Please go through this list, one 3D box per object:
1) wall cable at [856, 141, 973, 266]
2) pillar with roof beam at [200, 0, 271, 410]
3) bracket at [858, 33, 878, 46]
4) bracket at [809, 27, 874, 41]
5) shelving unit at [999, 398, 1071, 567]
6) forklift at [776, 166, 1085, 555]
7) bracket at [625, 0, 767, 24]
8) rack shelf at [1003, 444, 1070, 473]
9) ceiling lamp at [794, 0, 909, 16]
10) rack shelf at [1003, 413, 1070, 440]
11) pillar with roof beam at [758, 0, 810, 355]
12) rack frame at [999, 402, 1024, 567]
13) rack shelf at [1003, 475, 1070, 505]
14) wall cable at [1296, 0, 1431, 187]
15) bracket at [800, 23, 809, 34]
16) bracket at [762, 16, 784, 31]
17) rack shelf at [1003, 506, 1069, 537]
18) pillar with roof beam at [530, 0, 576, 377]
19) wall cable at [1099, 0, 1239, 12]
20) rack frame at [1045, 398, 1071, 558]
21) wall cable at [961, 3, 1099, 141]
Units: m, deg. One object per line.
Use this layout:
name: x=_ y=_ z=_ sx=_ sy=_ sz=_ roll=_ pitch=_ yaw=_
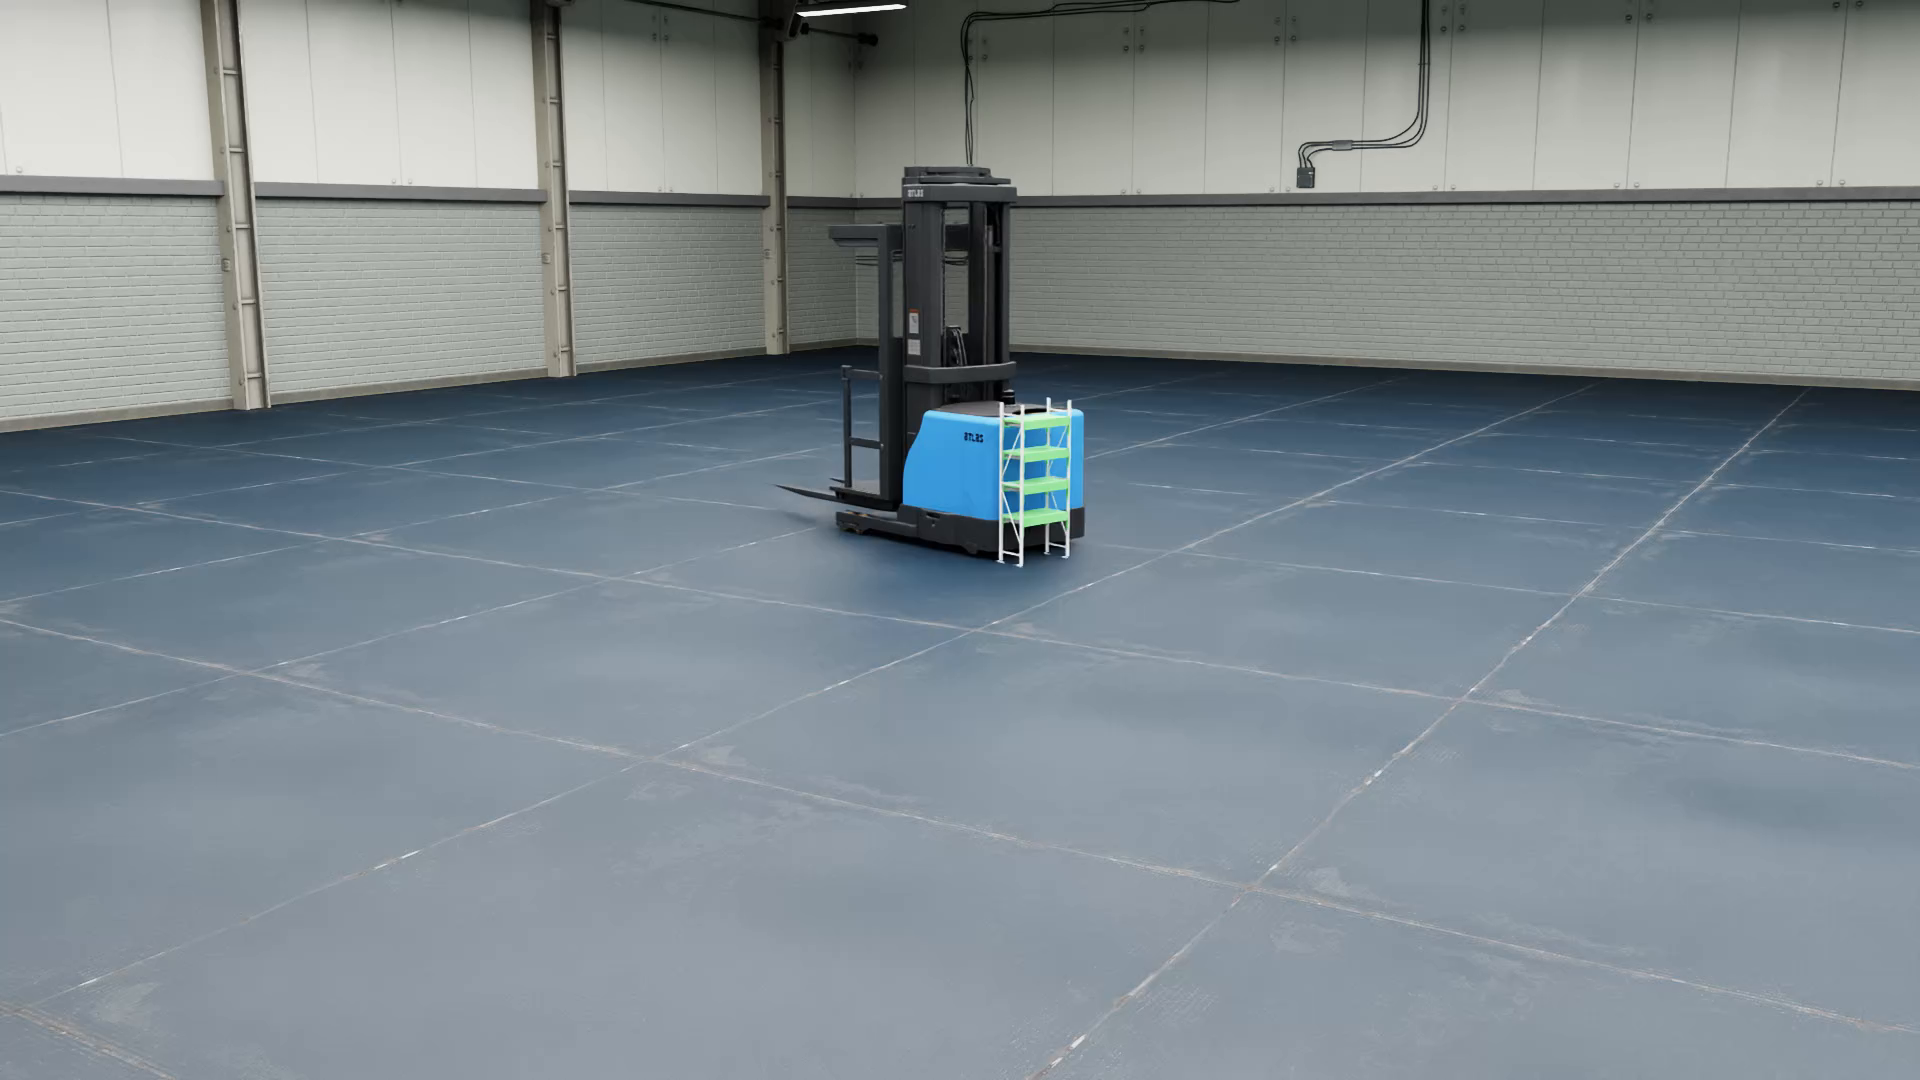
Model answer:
wall cable: x=-0.993 y=-6.964 z=34.549 sx=3.097 sy=2.526 sz=0.112 roll=6 pitch=12 yaw=31
pillar with roof beam: x=-6.203 y=-5.854 z=20.186 sx=9.100 sy=9.000 sz=0.400 roll=6 pitch=12 yaw=31
bracket: x=-1.903 y=-10.326 z=34.291 sx=0.235 sy=0.232 sz=0.430 roll=6 pitch=12 yaw=31
bracket: x=-2.210 y=-10.233 z=33.795 sx=0.076 sy=0.066 sz=3.189 roll=6 pitch=12 yaw=31
shelving unit: x=0.561 y=-0.437 z=12.441 sx=0.503 sy=1.200 sz=0.258 roll=-9 pitch=14 yaw=-41
forklift: x=-0.377 y=-1.544 z=13.652 sx=1.130 sy=2.935 sz=3.031 roll=-9 pitch=14 yaw=-41
bracket: x=-4.902 y=-9.418 z=29.438 sx=0.076 sy=0.066 sz=4.783 roll=6 pitch=12 yaw=31
rack shelf: x=0.561 y=-0.610 z=12.408 sx=0.480 sy=0.148 sz=0.258 roll=-9 pitch=14 yaw=-41
ceiling lamp: x=-1.599 y=-9.961 z=26.257 sx=2.000 sy=3.185 sz=0.800 roll=6 pitch=12 yaw=31
rack shelf: x=0.562 y=-0.846 z=12.364 sx=0.480 sy=0.148 sz=0.258 roll=-9 pitch=14 yaw=-41
pillar with roof beam: x=0.027 y=-7.742 z=30.267 sx=9.100 sy=9.000 sz=0.548 roll=6 pitch=12 yaw=31
rack frame: x=0.380 y=-0.407 z=12.281 sx=0.015 sy=1.200 sz=0.240 roll=-9 pitch=14 yaw=-41
rack shelf: x=0.561 y=-0.374 z=12.453 sx=0.480 sy=0.148 sz=0.258 roll=-9 pitch=14 yaw=-41
wall cable: x=7.113 y=-9.252 z=29.093 sx=2.305 sy=6.003 sz=0.169 roll=6 pitch=12 yaw=31
bracket: x=-3.134 y=-9.954 z=32.300 sx=0.235 sy=0.232 sz=0.430 roll=6 pitch=12 yaw=31
bracket: x=-3.564 y=-9.823 z=31.603 sx=0.235 sy=0.232 sz=0.430 roll=6 pitch=12 yaw=31
rack shelf: x=0.561 y=-0.139 z=12.498 sx=0.480 sy=0.148 sz=0.258 roll=-9 pitch=14 yaw=-41
pillar with roof beam: x=-3.088 y=-6.798 z=25.226 sx=9.100 sy=9.000 sz=0.548 roll=6 pitch=12 yaw=31
wall cable: x=3.964 y=-11.128 z=30.706 sx=3.097 sy=2.526 sz=0.112 roll=6 pitch=12 yaw=31
rack frame: x=0.742 y=-0.467 z=12.602 sx=0.015 sy=1.200 sz=0.240 roll=-9 pitch=14 yaw=-41
wall cable: x=1.319 y=-9.188 z=32.704 sx=3.097 sy=2.526 sz=0.112 roll=6 pitch=12 yaw=31
